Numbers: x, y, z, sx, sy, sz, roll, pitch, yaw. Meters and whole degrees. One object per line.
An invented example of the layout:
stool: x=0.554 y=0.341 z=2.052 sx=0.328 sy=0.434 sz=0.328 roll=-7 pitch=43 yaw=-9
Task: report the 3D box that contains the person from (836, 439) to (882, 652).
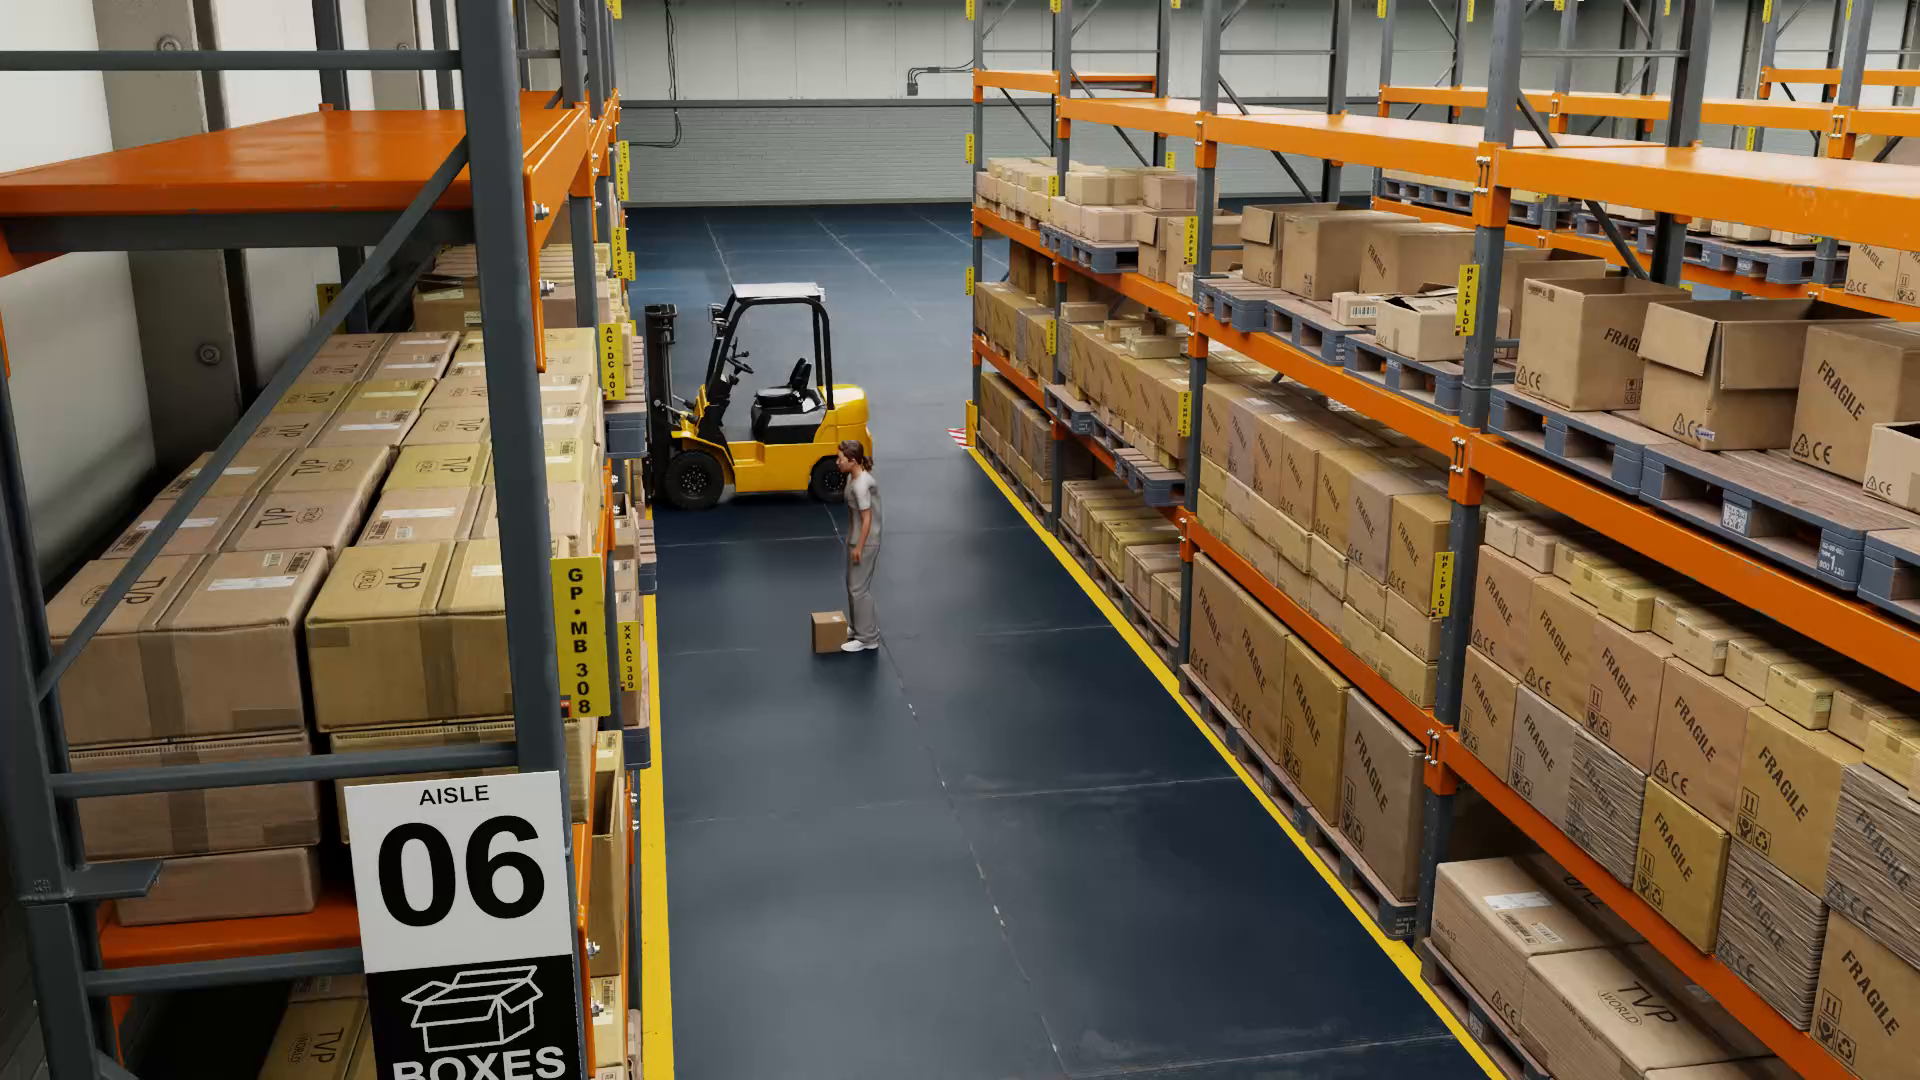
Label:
person: x=-0.789 y=0.026 z=12.950 sx=0.358 sy=1.673 sz=0.486 roll=-3 pitch=17 yaw=-10
